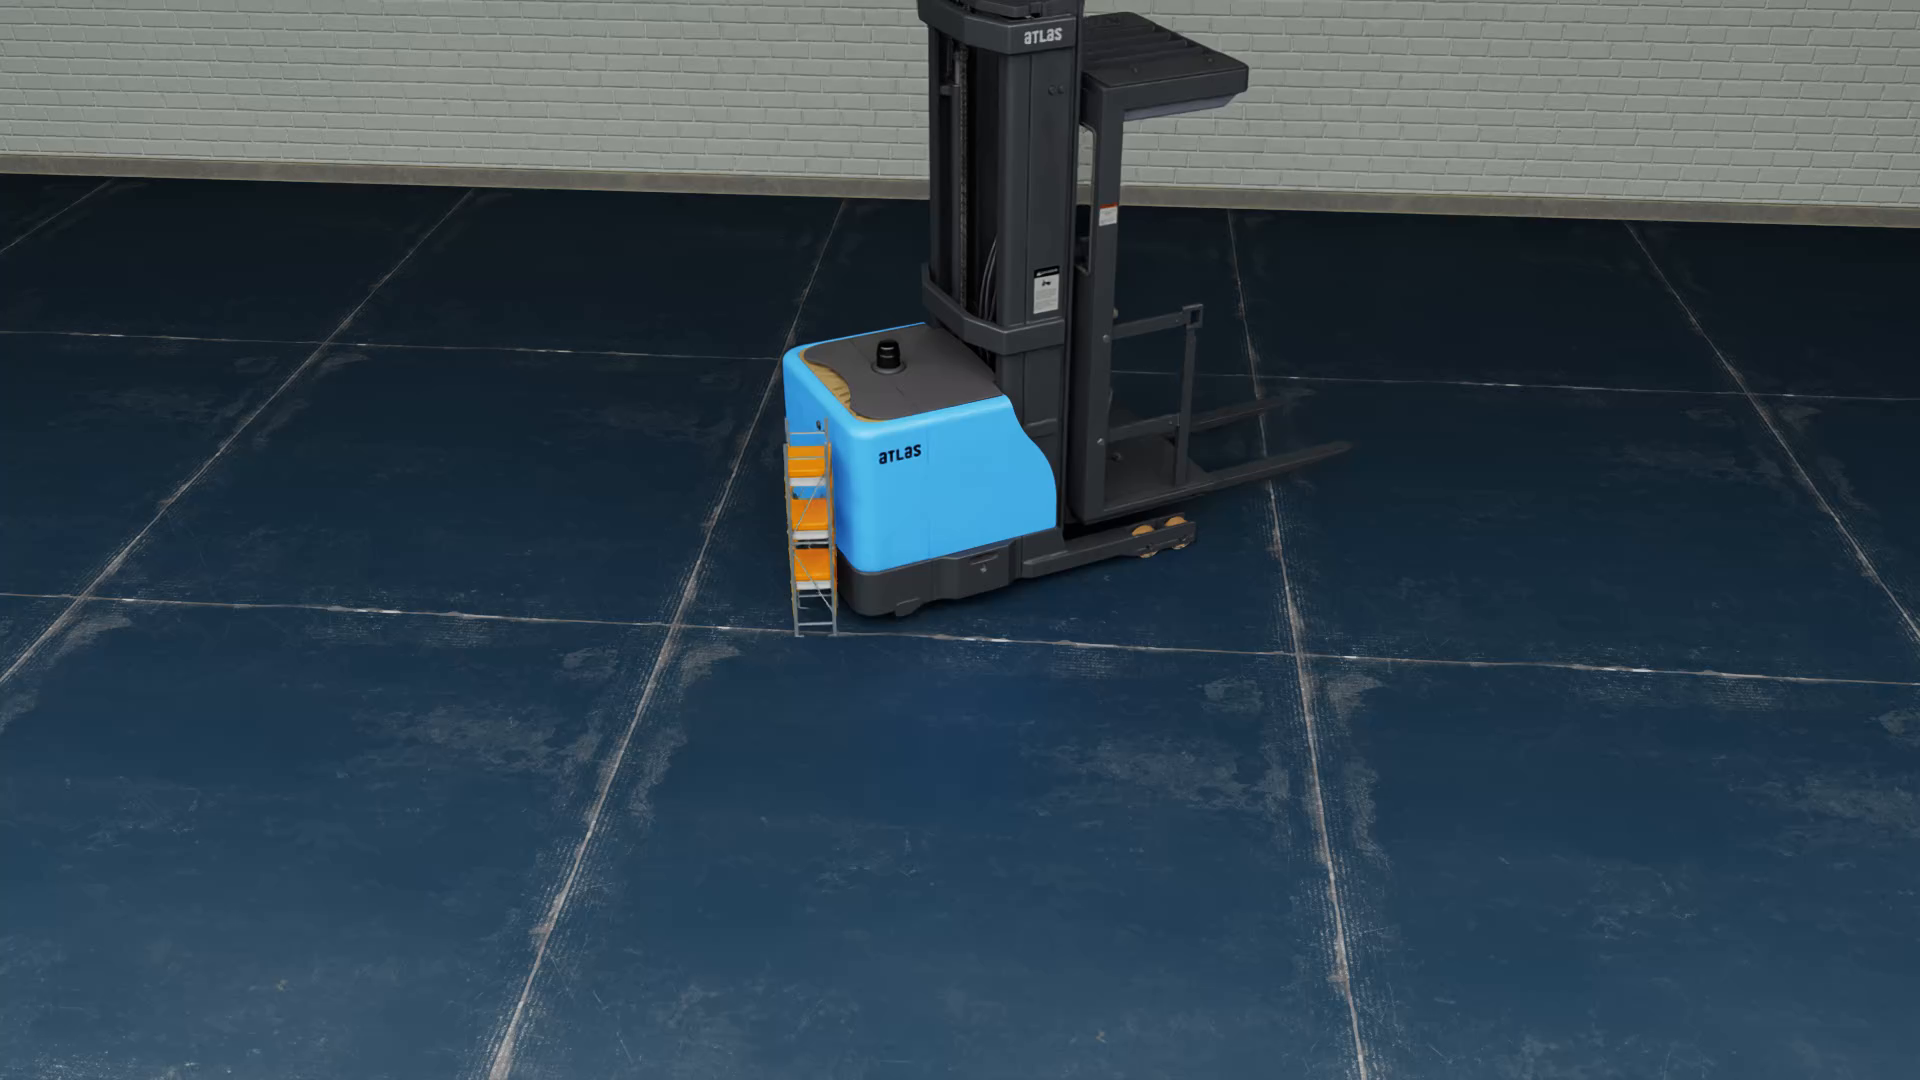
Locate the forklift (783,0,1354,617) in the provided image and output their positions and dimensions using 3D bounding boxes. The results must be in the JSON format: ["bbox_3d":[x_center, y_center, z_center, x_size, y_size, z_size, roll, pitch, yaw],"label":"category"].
[{"bbox_3d":[0.664,-1.392,8.214,3.031,2.935,1.130,-14,34,-22],"label":"forklift"}]

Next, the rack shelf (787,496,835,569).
[{"bbox_3d":[-0.699,-0.040,7.834,0.215,0.259,0.240,-2,32,-3],"label":"rack shelf"}]

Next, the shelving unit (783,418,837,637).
[{"bbox_3d":[-0.699,-0.049,7.829,0.215,1.050,0.252,-2,32,-3],"label":"shelving unit"}]

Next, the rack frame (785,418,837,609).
[{"bbox_3d":[-0.707,-0.113,7.932,0.200,1.050,0.008,-2,32,-3],"label":"rack frame"}]

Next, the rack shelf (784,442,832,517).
[{"bbox_3d":[-0.699,-0.281,7.685,0.215,0.259,0.240,-2,32,-3],"label":"rack shelf"}]

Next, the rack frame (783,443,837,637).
[{"bbox_3d":[-0.692,0.015,7.725,0.200,1.050,0.008,-2,32,-3],"label":"rack frame"}]

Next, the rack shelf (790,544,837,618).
[{"bbox_3d":[-0.699,0.197,7.980,0.215,0.259,0.240,-2,32,-3],"label":"rack shelf"}]
